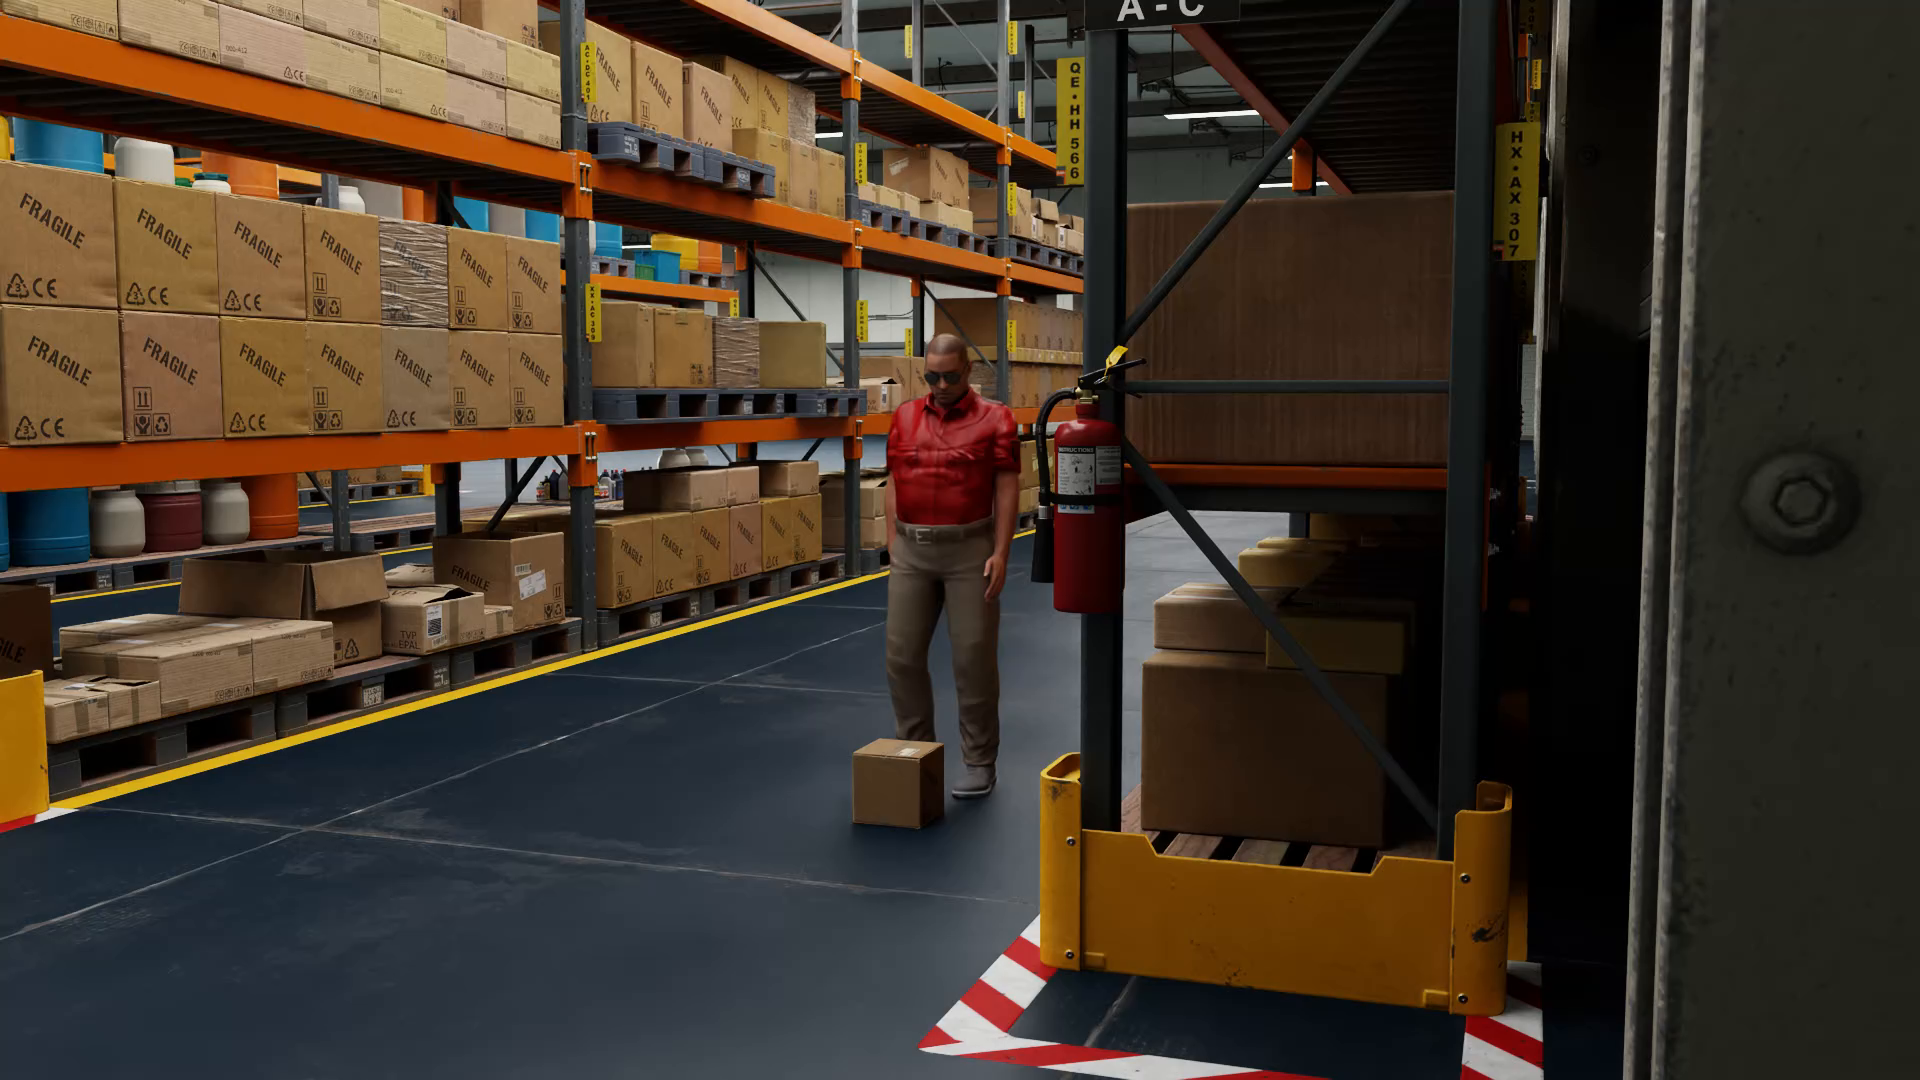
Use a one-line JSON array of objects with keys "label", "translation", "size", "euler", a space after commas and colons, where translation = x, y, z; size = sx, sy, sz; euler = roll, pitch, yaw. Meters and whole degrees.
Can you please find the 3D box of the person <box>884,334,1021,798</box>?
[{"label": "person", "translation": [-0.038, 0.089, 6.239], "size": [0.538, 1.712, 0.366], "euler": [2, 5, 20]}]
